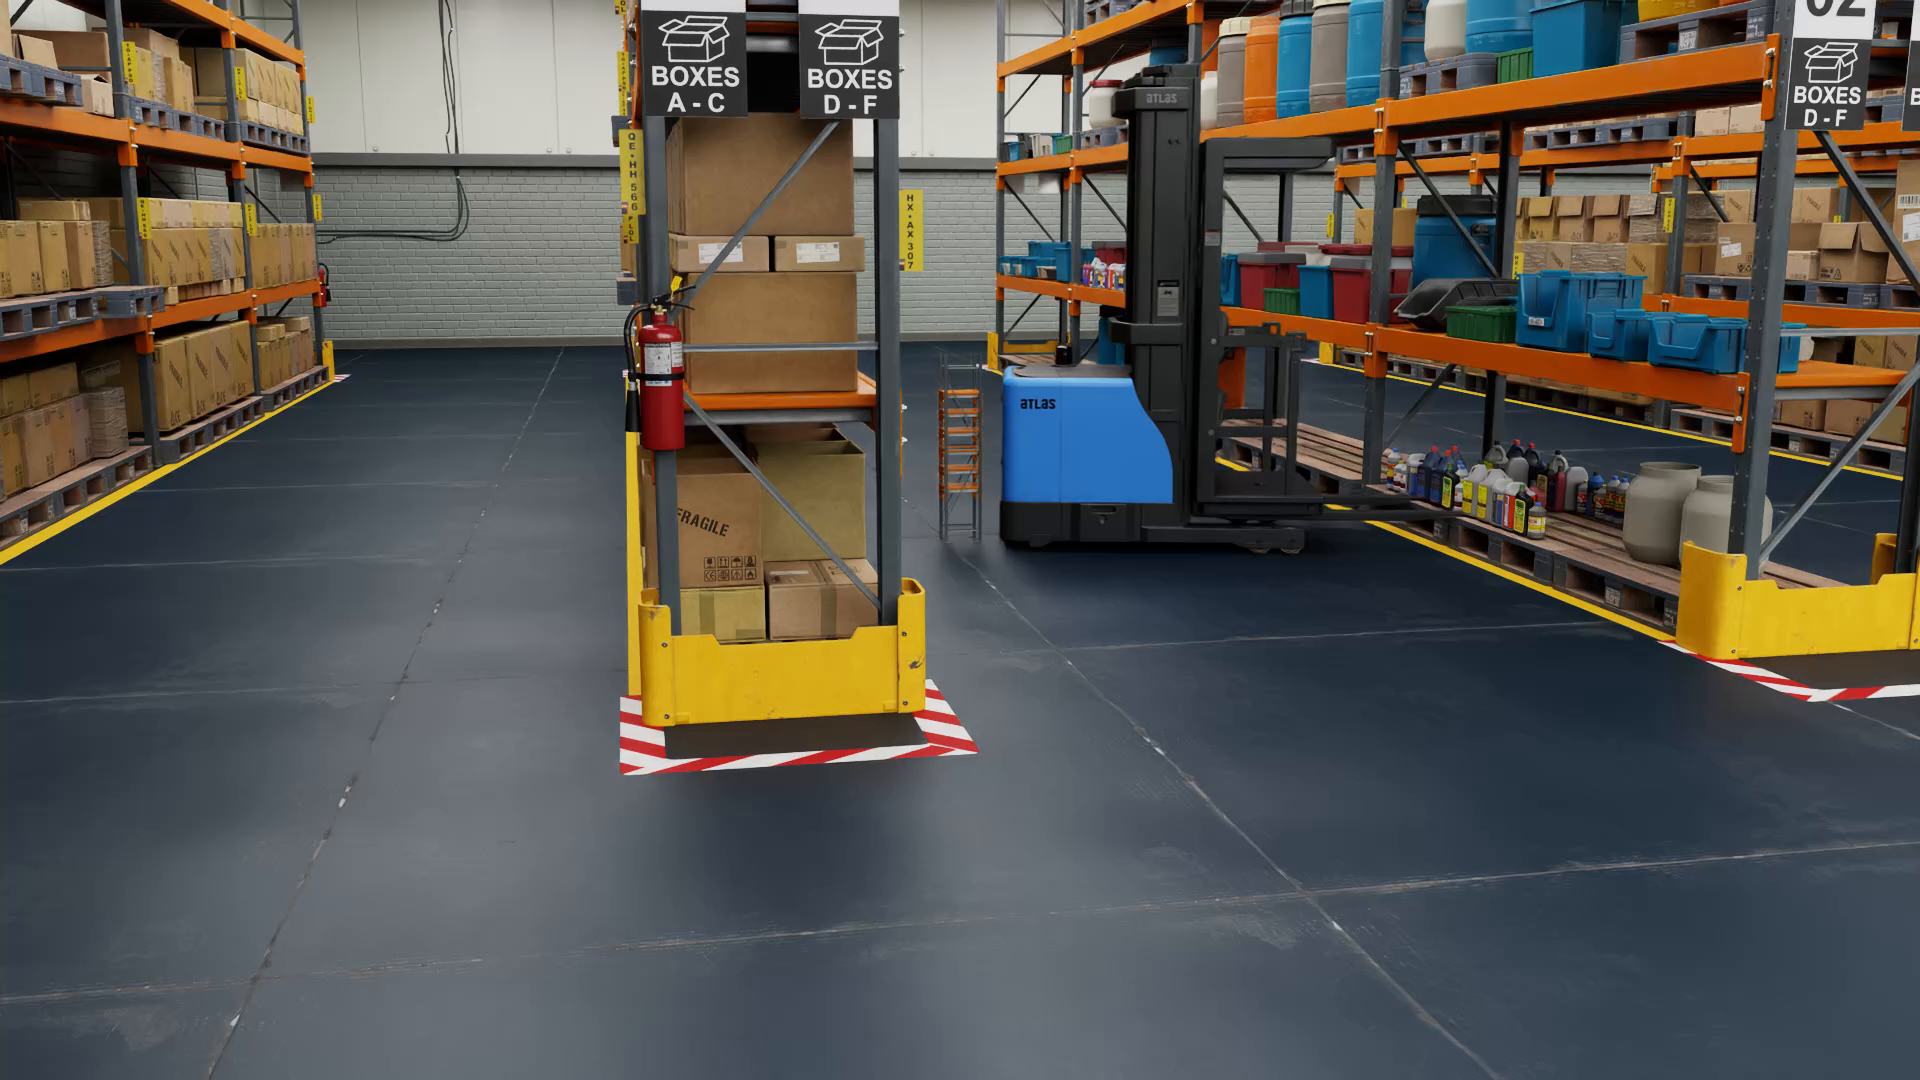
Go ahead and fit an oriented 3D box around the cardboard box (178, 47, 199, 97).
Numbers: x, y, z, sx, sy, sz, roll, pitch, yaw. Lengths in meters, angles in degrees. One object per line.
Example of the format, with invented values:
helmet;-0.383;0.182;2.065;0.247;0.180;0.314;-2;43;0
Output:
cardboard box;-8.302;-4.937;17.594;0.500;0.500;0.500;-2;11;-11

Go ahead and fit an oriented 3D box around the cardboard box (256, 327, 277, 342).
cardboard box;-7.870;-2.301;18.590;0.380;0.149;0.250;-2;11;-9

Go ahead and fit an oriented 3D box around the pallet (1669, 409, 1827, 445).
pallet;7.567;-1.087;15.843;1.003;0.211;1.213;-2;11;-11

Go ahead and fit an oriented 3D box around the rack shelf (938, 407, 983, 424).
rack shelf;0.003;-0.779;10.534;0.258;0.103;0.180;-2;11;-11

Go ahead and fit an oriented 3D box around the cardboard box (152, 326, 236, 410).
cardboard box;-7.508;-1.666;16.055;0.750;0.750;0.750;-2;11;-9

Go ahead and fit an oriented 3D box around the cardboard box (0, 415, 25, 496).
cardboard box;-6.691;-0.542;11.029;0.700;0.500;0.500;-2;11;-12

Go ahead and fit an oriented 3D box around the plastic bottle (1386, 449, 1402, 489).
plastic bottle;2.968;-0.488;11.358;0.097;0.271;0.097;0;11;0

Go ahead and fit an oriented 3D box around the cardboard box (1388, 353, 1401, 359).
cardboard box;6.240;-2.949;22.726;0.875;0.875;0.875;-2;11;-11

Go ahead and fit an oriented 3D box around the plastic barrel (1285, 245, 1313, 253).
plastic barrel;2.968;-2.294;14.428;0.421;0.512;0.421;0;11;0

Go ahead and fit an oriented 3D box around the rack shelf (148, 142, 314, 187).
rack shelf;-8.327;-4.280;19.065;1.077;0.370;4.000;-2;11;-11

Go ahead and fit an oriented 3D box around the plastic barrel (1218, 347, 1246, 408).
plastic barrel;2.446;-1.649;16.021;0.600;0.830;0.708;-2;11;-11

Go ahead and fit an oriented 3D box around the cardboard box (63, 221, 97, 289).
cardboard box;-6.923;-2.138;12.462;0.700;0.500;0.500;-3;11;-16

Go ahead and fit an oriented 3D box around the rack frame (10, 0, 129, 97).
rack frame;-7.160;-5.007;12.935;1.000;3.000;0.127;-2;11;-11

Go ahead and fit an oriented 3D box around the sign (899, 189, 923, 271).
sign;-0.200;-1.257;6.750;0.100;0.325;0.005;-2;11;-11

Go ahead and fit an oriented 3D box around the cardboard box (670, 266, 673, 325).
cardboard box;-1.322;-1.379;9.649;0.700;0.500;0.500;-2;11;-12

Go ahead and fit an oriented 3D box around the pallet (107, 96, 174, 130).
pallet;-7.337;-3.557;13.844;1.213;0.211;1.003;-2;11;-8

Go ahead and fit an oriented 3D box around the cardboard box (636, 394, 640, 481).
cardboard box;-1.740;-0.635;10.233;0.500;0.500;0.500;-2;11;-11

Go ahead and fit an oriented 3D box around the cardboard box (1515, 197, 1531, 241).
cardboard box;6.771;-3.759;19.473;0.797;0.503;0.637;-2;11;-12

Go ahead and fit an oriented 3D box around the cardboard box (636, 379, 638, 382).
cardboard box;-2.488;-1.265;14.051;0.500;0.311;0.500;-2;11;-9

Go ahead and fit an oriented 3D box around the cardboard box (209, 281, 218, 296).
cardboard box;-7.424;-2.440;16.112;0.380;0.149;0.250;-2;11;-11

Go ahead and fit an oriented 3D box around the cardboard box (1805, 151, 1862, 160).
cardboard box;11.163;-4.976;21.195;0.500;0.250;0.500;-2;11;-10

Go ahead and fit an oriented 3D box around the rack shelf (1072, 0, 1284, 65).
rack shelf;2.169;-5.184;16.860;1.077;0.370;4.000;-2;11;-11

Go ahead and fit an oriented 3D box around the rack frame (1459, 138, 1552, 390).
rack frame;6.638;-3.334;20.190;1.000;3.000;0.127;-2;11;-11

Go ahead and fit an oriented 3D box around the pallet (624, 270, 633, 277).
pallet;-3.031;-2.729;17.528;1.003;0.211;1.213;-2;11;-11

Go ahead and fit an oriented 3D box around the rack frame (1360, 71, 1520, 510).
rack frame;3.336;-1.686;11.535;1.000;3.000;0.127;-2;11;-11

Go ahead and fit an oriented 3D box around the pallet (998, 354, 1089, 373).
pallet;1.124;-2.365;22.557;1.003;0.211;1.213;-2;11;-11

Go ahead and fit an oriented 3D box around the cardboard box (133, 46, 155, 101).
cardboard box;-7.560;-4.083;14.658;0.700;0.500;0.500;-2;11;-8

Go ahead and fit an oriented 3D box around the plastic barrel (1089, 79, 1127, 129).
plastic barrel;1.637;-4.795;18.356;0.433;0.535;0.433;0;11;0

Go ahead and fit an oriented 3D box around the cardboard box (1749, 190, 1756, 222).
cardboard box;10.975;-4.448;22.304;0.500;0.500;0.500;-2;11;-10

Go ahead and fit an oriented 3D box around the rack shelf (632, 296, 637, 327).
rack shelf;-2.690;-2.254;16.441;1.077;0.370;4.000;-2;11;-11

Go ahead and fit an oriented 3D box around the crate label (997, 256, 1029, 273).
crate label;0.727;-3.777;22.807;0.416;0.233;0.303;-2;11;-11

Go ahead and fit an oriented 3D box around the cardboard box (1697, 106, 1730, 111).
cardboard box;7.256;-4.273;15.497;0.500;0.500;0.500;-2;11;-10

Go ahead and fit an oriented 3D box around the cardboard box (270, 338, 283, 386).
cardboard box;-8.077;-2.005;18.770;0.700;0.500;0.500;-2;11;-12

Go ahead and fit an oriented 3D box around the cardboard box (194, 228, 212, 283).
cardboard box;-7.300;-2.646;15.459;0.500;0.500;0.500;-2;11;-9

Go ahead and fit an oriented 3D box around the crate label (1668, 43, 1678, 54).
crate label;4.074;-2.709;9.281;0.502;0.251;0.408;-2;11;-11

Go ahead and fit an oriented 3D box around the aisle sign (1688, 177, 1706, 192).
aisle sign;11.025;-5.531;24.779;0.394;0.787;0.004;-2;11;-11

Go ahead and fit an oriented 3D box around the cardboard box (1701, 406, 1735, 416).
cardboard box;7.566;-1.466;15.886;0.700;0.500;0.500;-3;11;-14

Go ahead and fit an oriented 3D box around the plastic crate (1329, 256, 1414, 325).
plastic crate;2.942;-1.796;11.937;0.402;0.464;0.583;-2;11;-11

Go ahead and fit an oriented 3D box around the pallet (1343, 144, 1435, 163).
pallet;6.015;-5.362;23.059;1.003;0.211;1.213;-2;11;-11

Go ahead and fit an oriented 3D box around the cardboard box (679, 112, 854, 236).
cardboard box;-0.834;-1.556;7.110;0.700;0.500;0.500;-2;11;-11

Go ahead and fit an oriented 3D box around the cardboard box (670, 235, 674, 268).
cardboard box;-1.109;-1.299;7.498;0.380;0.149;0.250;-2;11;-12

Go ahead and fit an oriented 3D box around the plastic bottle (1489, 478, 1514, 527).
plastic bottle;3.278;-0.225;9.962;0.152;0.276;0.135;-2;11;-13

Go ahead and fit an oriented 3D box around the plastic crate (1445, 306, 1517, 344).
plastic crate;3.323;-1.323;10.193;0.450;0.188;0.662;-2;11;-11

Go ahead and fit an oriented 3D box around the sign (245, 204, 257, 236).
sign;-7.407;-3.345;17.363;0.100;0.325;0.005;-2;11;-11

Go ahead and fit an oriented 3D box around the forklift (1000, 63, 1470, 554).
forklift;1.777;-1.454;10.499;3.031;2.935;1.130;0;11;2

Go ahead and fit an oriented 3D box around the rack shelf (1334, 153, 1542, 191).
rack shelf;6.249;-4.821;21.904;1.077;0.370;4.000;-2;11;-11

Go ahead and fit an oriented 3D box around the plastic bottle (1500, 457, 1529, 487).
plastic bottle;3.641;-0.412;10.945;0.152;0.276;0.135;-2;11;-11

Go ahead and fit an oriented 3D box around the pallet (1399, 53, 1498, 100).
pallet;3.572;-2.938;10.595;1.213;0.211;1.003;-2;11;-11

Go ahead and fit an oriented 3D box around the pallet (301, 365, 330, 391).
pallet;-8.483;-2.013;20.710;1.003;0.211;1.213;-2;11;-11

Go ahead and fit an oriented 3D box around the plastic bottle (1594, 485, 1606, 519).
plastic bottle;3.962;-0.238;10.230;0.097;0.201;0.097;0;11;0

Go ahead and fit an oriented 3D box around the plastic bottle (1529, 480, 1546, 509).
plastic bottle;3.409;-0.207;9.848;0.061;0.283;0.133;-2;11;-11

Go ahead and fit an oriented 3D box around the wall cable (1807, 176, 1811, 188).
wall cable;15.851;-6.014;31.554;0.588;1.984;0.122;-2;11;-11

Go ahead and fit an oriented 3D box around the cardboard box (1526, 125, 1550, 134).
cardboard box;6.764;-4.765;18.804;0.500;0.311;0.500;-3;11;-13

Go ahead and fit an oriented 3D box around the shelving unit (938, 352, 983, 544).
shelving unit;0.003;-0.587;10.570;0.258;1.200;0.189;-2;11;-11
